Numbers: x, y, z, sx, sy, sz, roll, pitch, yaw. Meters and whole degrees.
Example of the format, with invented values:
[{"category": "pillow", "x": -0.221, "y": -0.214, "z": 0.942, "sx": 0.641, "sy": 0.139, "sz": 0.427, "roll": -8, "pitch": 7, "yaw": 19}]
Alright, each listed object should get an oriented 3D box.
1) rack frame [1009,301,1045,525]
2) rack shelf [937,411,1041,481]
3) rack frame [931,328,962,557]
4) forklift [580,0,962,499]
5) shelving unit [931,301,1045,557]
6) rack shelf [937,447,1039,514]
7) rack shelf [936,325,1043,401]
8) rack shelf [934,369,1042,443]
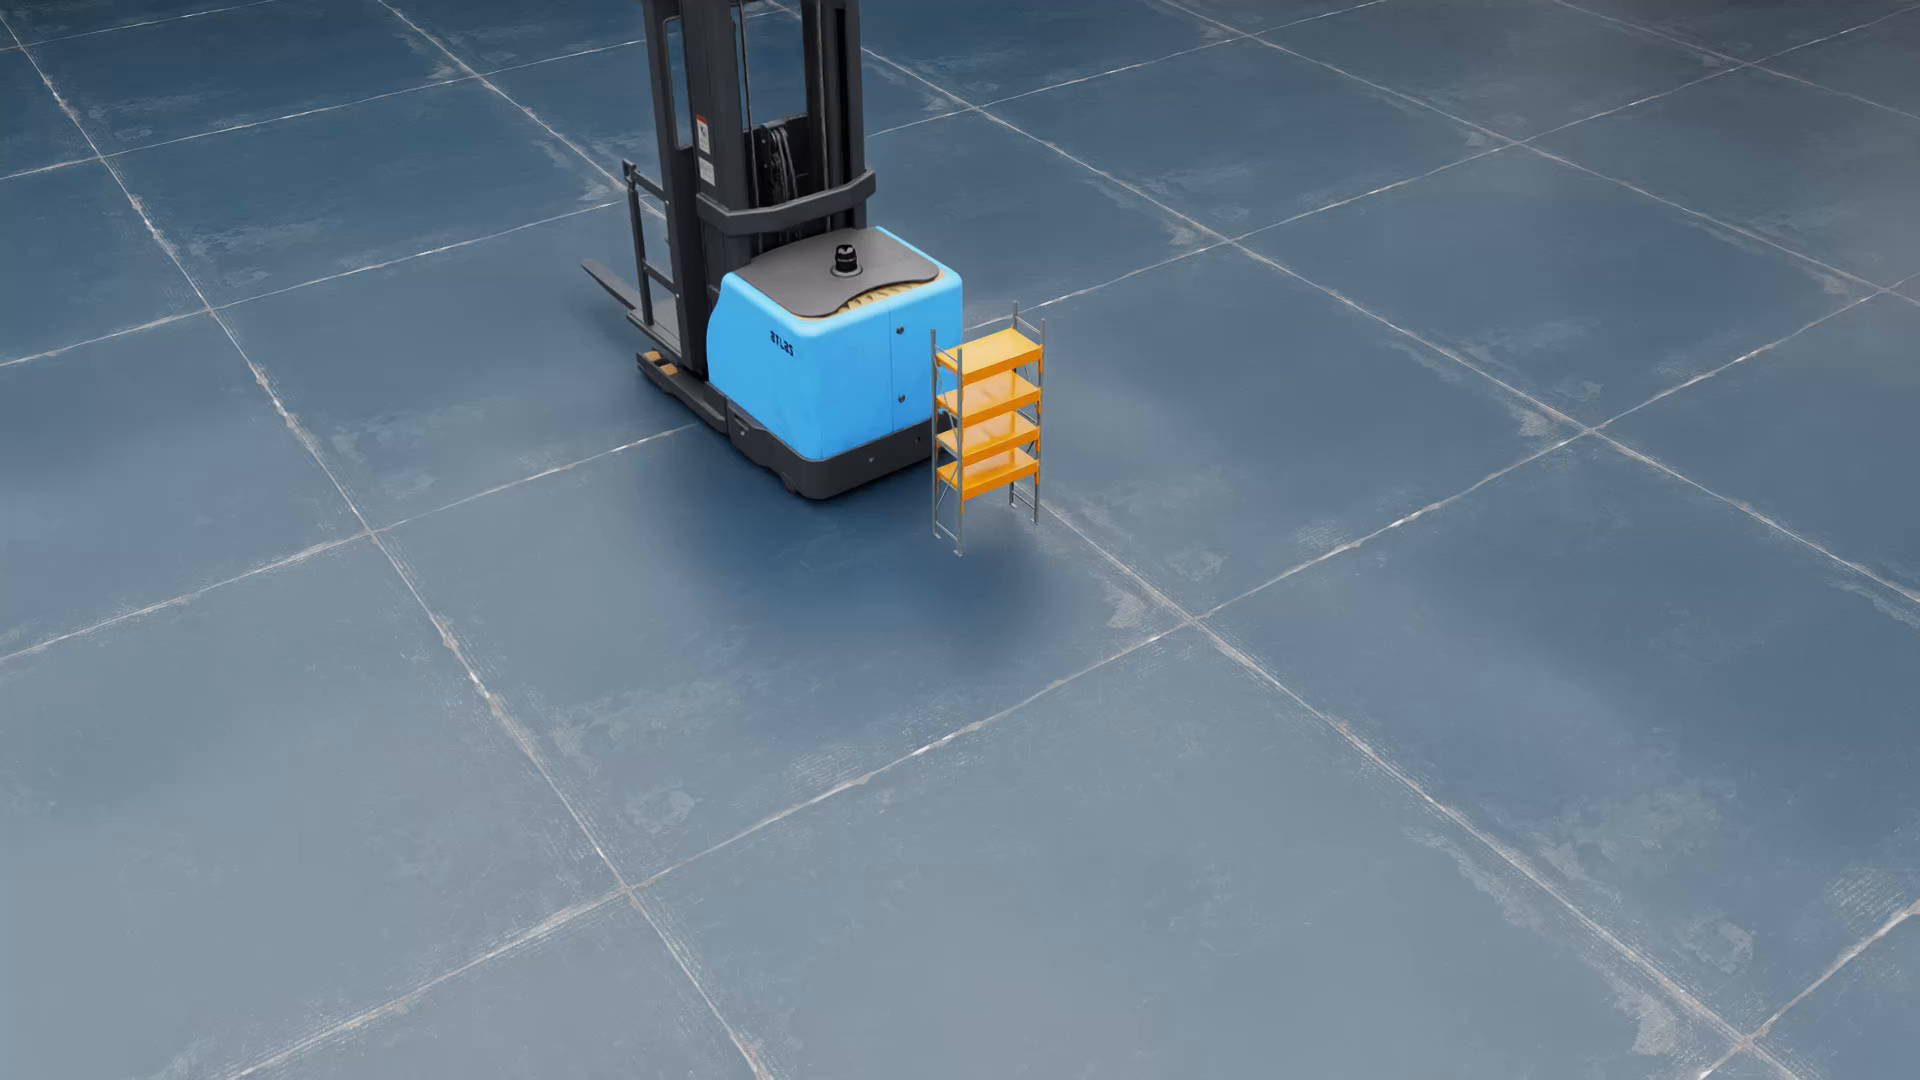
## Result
[{"category": "rack frame", "x": 0.335, "y": -0.625, "z": 8.405, "sx": 0.015, "sy": 1.200, "sz": 0.240, "roll": -22, "pitch": 41, "yaw": -28}, {"category": "rack shelf", "x": 0.135, "y": -0.488, "z": 8.330, "sx": 0.480, "sy": 0.148, "sz": 0.258, "roll": -22, "pitch": 41, "yaw": -28}, {"category": "rack frame", "x": -0.064, "y": -0.461, "z": 8.176, "sx": 0.015, "sy": 1.200, "sz": 0.240, "roll": -22, "pitch": 41, "yaw": -28}, {"category": "forklift", "x": -1.261, "y": -2.211, "z": 9.127, "sx": 1.130, "sy": 2.935, "sz": 3.031, "roll": -24, "pitch": 42, "yaw": -29}, {"category": "shelving unit", "x": 0.135, "y": -0.543, "z": 8.290, "sx": 0.503, "sy": 1.200, "sz": 0.258, "roll": -22, "pitch": 41, "yaw": -28}, {"category": "rack shelf", "x": 0.135, "y": -0.327, "z": 8.446, "sx": 0.480, "sy": 0.148, "sz": 0.258, "roll": -22, "pitch": 41, "yaw": -28}, {"category": "rack shelf", "x": 0.135, "y": -0.862, "z": 8.061, "sx": 0.480, "sy": 0.148, "sz": 0.258, "roll": -22, "pitch": 41, "yaw": -28}, {"category": "rack shelf", "x": 0.135, "y": -0.670, "z": 8.199, "sx": 0.480, "sy": 0.148, "sz": 0.258, "roll": -22, "pitch": 41, "yaw": -28}]
